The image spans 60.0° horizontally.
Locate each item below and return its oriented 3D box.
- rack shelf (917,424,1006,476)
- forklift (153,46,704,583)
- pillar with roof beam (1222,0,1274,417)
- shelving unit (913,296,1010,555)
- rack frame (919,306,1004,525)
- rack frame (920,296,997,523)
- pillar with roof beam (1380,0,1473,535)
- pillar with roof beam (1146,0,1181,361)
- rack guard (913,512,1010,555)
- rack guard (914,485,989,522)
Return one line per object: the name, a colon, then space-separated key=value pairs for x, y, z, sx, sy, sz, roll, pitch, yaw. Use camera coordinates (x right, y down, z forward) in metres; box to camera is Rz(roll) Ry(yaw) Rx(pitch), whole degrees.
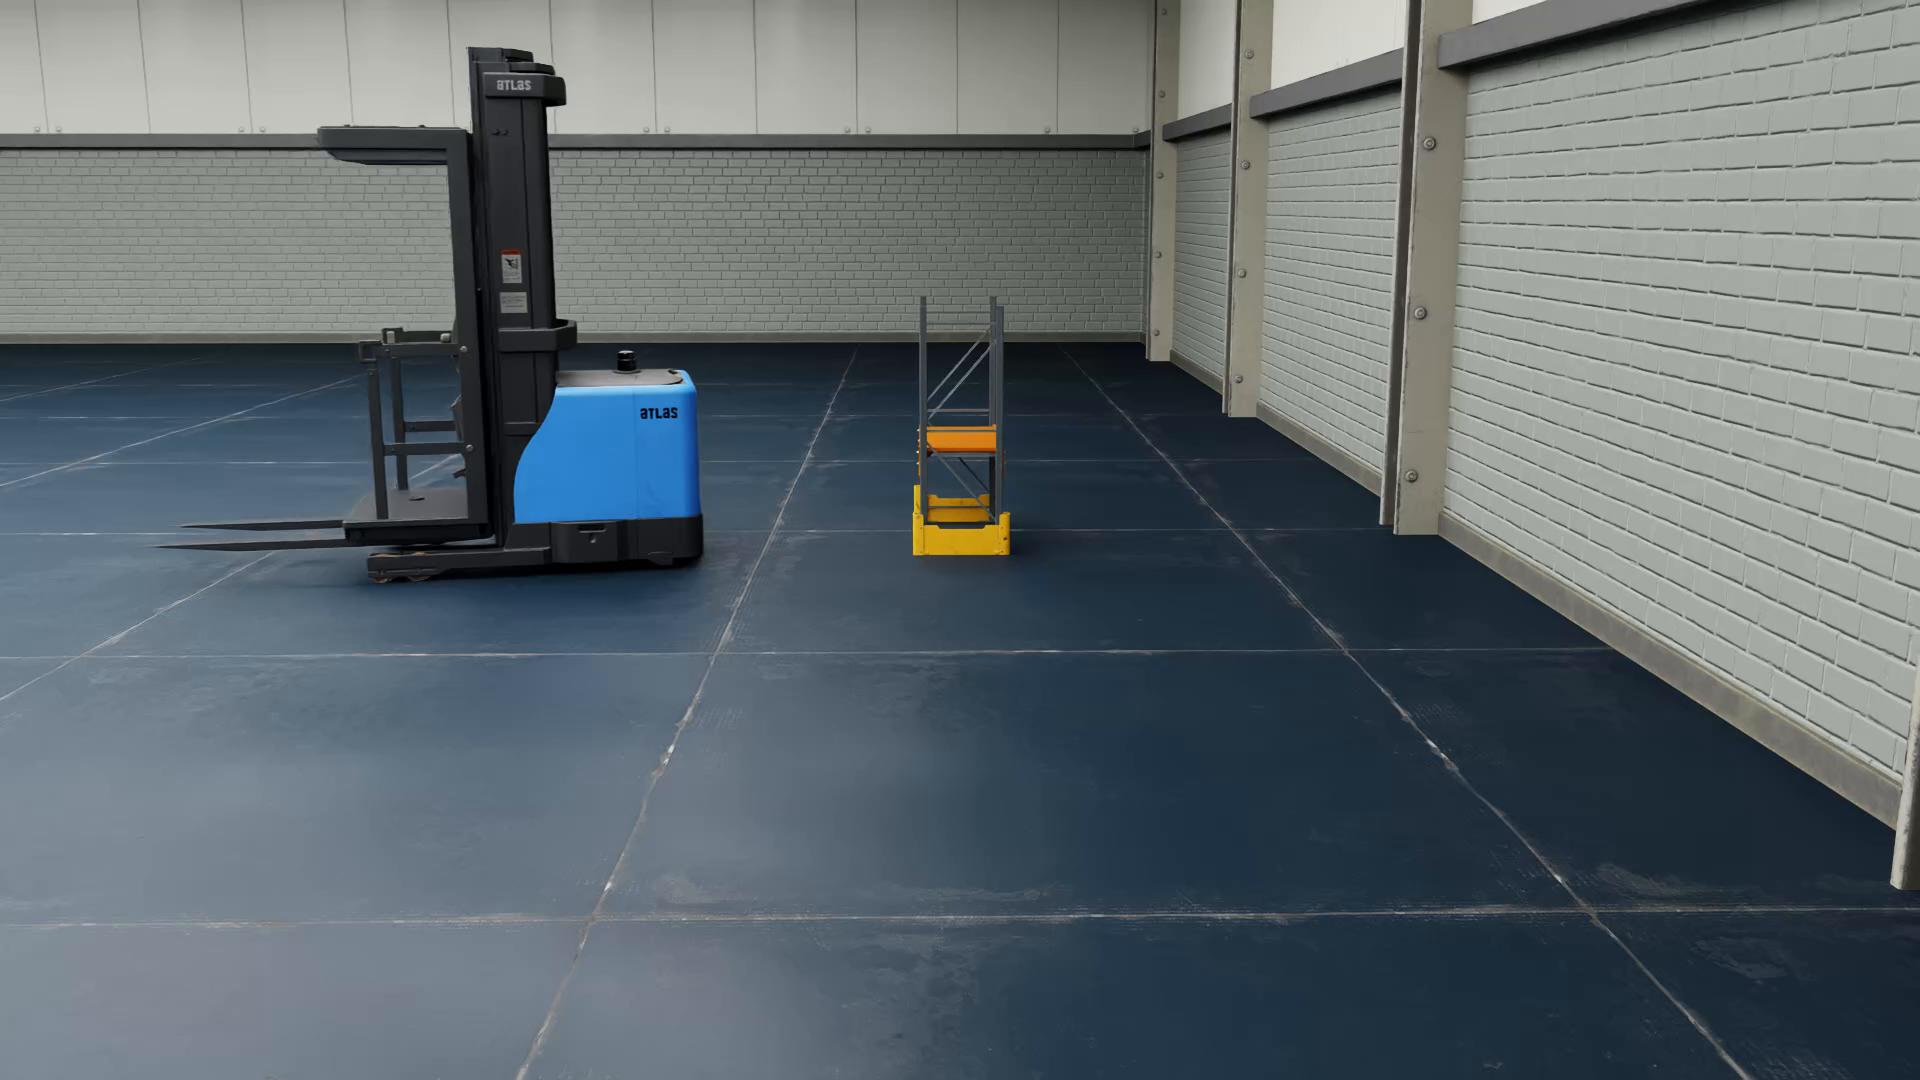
rack shelf: x=-0.002 y=-0.576 z=10.529 sx=0.538 sy=0.185 sz=1.000 roll=0 pitch=11 yaw=-1
forklift: x=-3.081 y=-1.309 z=9.639 sx=3.031 sy=2.935 sz=1.130 roll=-2 pitch=12 yaw=-12
pillar with roof beam: x=-1.466 y=-5.660 z=15.826 sx=9.100 sy=9.000 sz=0.400 roll=0 pitch=11 yaw=-1
shelving unit: x=-0.002 y=-0.750 z=10.485 sx=0.587 sy=1.500 sz=1.083 roll=0 pitch=11 yaw=-1
rack frame: x=0.009 y=-0.651 z=9.995 sx=0.500 sy=1.500 sz=0.032 roll=0 pitch=11 yaw=-1
rack frame: x=-0.012 y=-0.853 z=10.992 sx=0.500 sy=1.500 sz=0.032 roll=0 pitch=11 yaw=-1
pillar with roof beam: x=-1.342 y=-4.467 z=9.947 sx=9.100 sy=9.000 sz=0.400 roll=0 pitch=11 yaw=-1
pillar with roof beam: x=-1.590 y=-6.853 z=21.705 sx=9.100 sy=9.000 sz=0.400 roll=0 pitch=11 yaw=-1
rack guard: x=0.009 y=-0.039 z=10.121 sx=0.587 sy=0.250 sz=0.087 roll=0 pitch=11 yaw=-1
rack guard: x=-0.012 y=-0.237 z=11.097 sx=0.587 sy=0.250 sz=0.087 roll=0 pitch=11 yaw=-1
